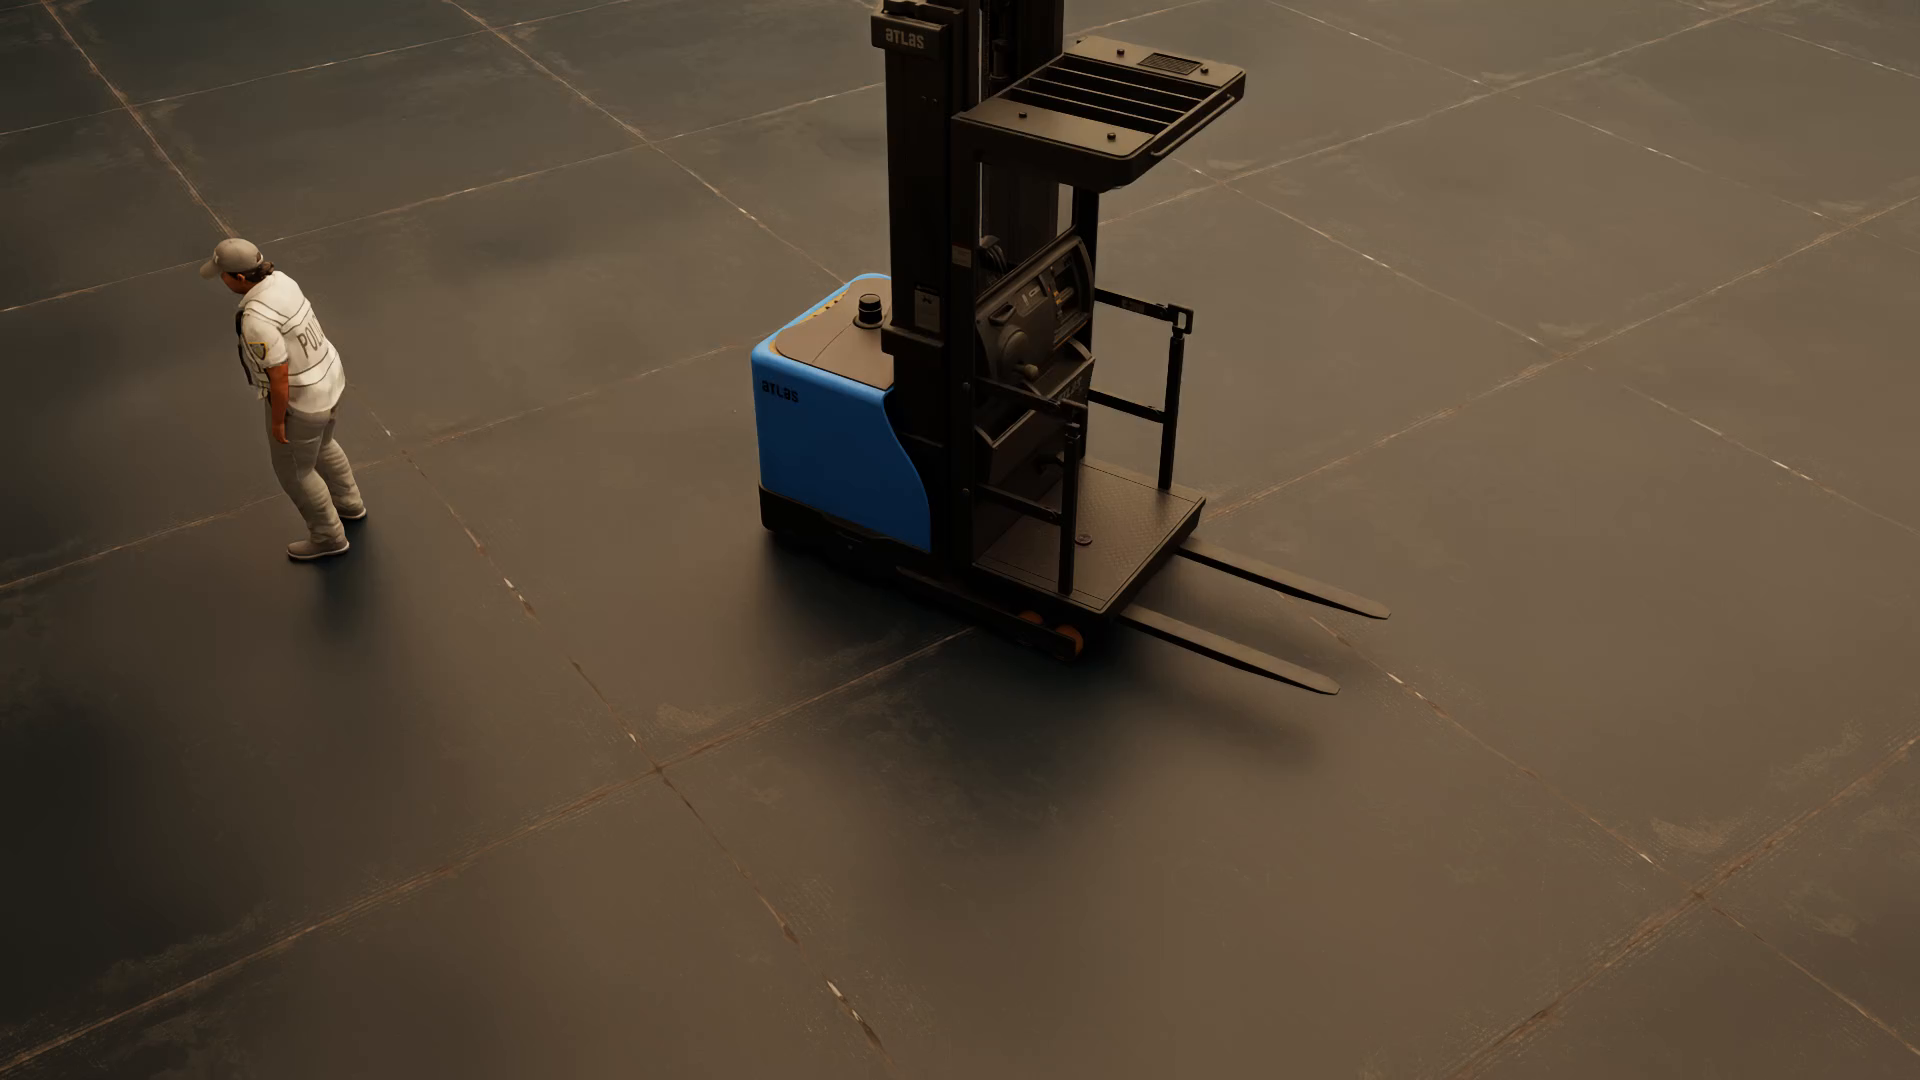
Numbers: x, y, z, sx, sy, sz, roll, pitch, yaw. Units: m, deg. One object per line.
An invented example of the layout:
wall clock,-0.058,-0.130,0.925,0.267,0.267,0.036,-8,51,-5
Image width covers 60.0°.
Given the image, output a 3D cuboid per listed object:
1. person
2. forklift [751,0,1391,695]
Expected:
person,-3.192,-0.692,7.948,0.470,1.664,0.550,0,36,0
forklift,0.514,-0.985,7.276,3.031,2.935,1.130,21,41,26
